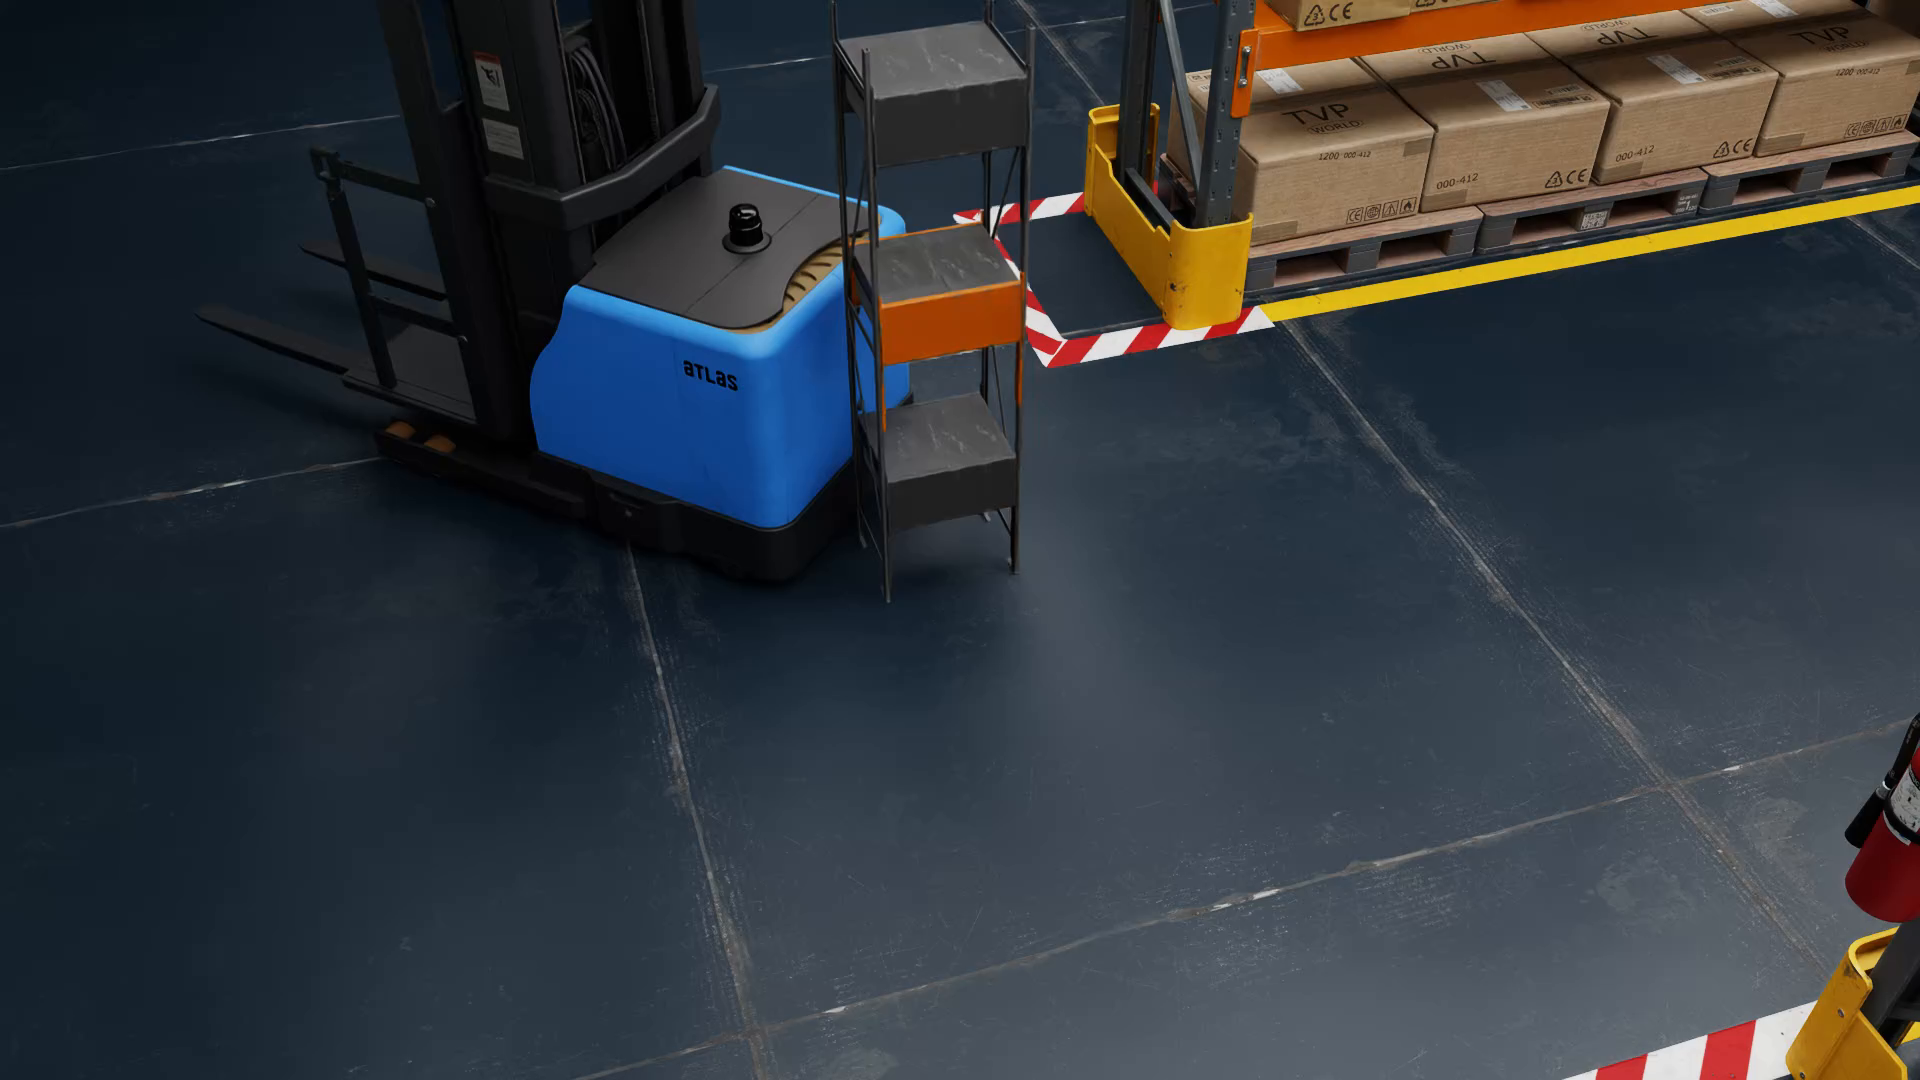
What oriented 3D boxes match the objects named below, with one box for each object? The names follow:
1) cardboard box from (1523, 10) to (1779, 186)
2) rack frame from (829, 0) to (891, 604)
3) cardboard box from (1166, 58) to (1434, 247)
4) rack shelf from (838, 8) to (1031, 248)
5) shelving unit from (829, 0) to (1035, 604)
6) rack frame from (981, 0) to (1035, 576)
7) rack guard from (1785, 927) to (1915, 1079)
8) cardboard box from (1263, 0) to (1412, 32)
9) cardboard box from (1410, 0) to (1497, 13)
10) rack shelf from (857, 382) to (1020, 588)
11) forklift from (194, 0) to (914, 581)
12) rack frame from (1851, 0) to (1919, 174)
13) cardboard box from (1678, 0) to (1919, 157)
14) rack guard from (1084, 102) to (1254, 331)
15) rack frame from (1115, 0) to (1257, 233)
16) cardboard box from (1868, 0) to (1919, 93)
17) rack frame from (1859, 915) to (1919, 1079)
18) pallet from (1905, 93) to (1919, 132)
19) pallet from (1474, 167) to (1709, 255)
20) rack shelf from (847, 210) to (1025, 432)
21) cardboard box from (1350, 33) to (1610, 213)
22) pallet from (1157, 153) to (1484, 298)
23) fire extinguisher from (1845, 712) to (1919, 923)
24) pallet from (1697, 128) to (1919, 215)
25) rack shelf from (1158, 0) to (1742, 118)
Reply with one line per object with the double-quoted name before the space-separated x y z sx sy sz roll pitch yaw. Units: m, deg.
"cardboard box" 3.278 -2.193 8.109 0.875 0.438 0.875 -13 43 -14
"rack frame" -0.319 -0.687 5.440 0.015 2.100 0.400 -12 43 -13
"cardboard box" 1.547 -1.830 7.693 0.875 0.438 0.875 -13 43 -15
"rack shelf" -0.087 -1.253 5.045 0.480 0.518 0.431 -12 43 -13
"shelving unit" -0.087 -0.736 5.497 0.503 2.100 0.431 -12 43 -13
"rack frame" 0.146 -0.786 5.553 0.015 2.100 0.400 -12 43 -13
"rack guard" 2.604 1.569 4.074 0.348 0.500 1.175 -12 42 -13
"cardboard box" 1.492 -2.396 6.636 0.500 0.500 0.500 -12 43 -13
"cardboard box" 1.966 -2.513 6.771 0.500 0.500 0.500 -12 43 -14
"rack shelf" -0.087 -0.199 5.966 0.480 0.518 0.431 -12 43 -13
"forklift" -1.731 -1.637 5.896 3.031 2.935 1.130 19 44 20
"rack frame" 4.763 -3.234 7.672 0.127 3.000 1.000 -12 42 -13
"cardboard box" 4.132 -2.370 8.312 0.875 0.438 0.875 -12 43 -14
"rack guard" 0.925 -1.497 7.584 0.348 0.500 1.175 -12 42 -13
"rack frame" 0.948 -2.443 6.767 0.127 3.000 1.000 -12 42 -13
"cardboard box" 5.330 -2.765 8.430 0.875 0.875 0.875 -10 42 -12
"rack frame" 2.531 0.643 3.234 0.127 3.000 1.000 -12 42 -13
"pallet" 5.476 -2.384 8.818 1.213 0.211 1.003 -12 42 -13
"pallet" 2.848 -1.839 8.195 1.213 0.211 1.003 -12 42 -13
"rack shelf" -0.087 -0.726 5.506 0.480 0.518 0.431 -12 43 -13
"cardboard box" 2.418 -2.016 7.906 0.875 0.438 0.875 -11 42 -12
"pallet" 1.687 -1.600 7.921 1.213 0.211 1.003 -12 42 -13
"fire extinguisher" 2.152 0.573 3.657 0.183 0.674 0.296 -12 42 -13
"pallet" 4.014 -2.083 8.473 1.213 0.211 1.003 -12 42 -13
"rack shelf" 2.855 -2.568 7.456 4.000 0.370 1.077 -12 42 -13
